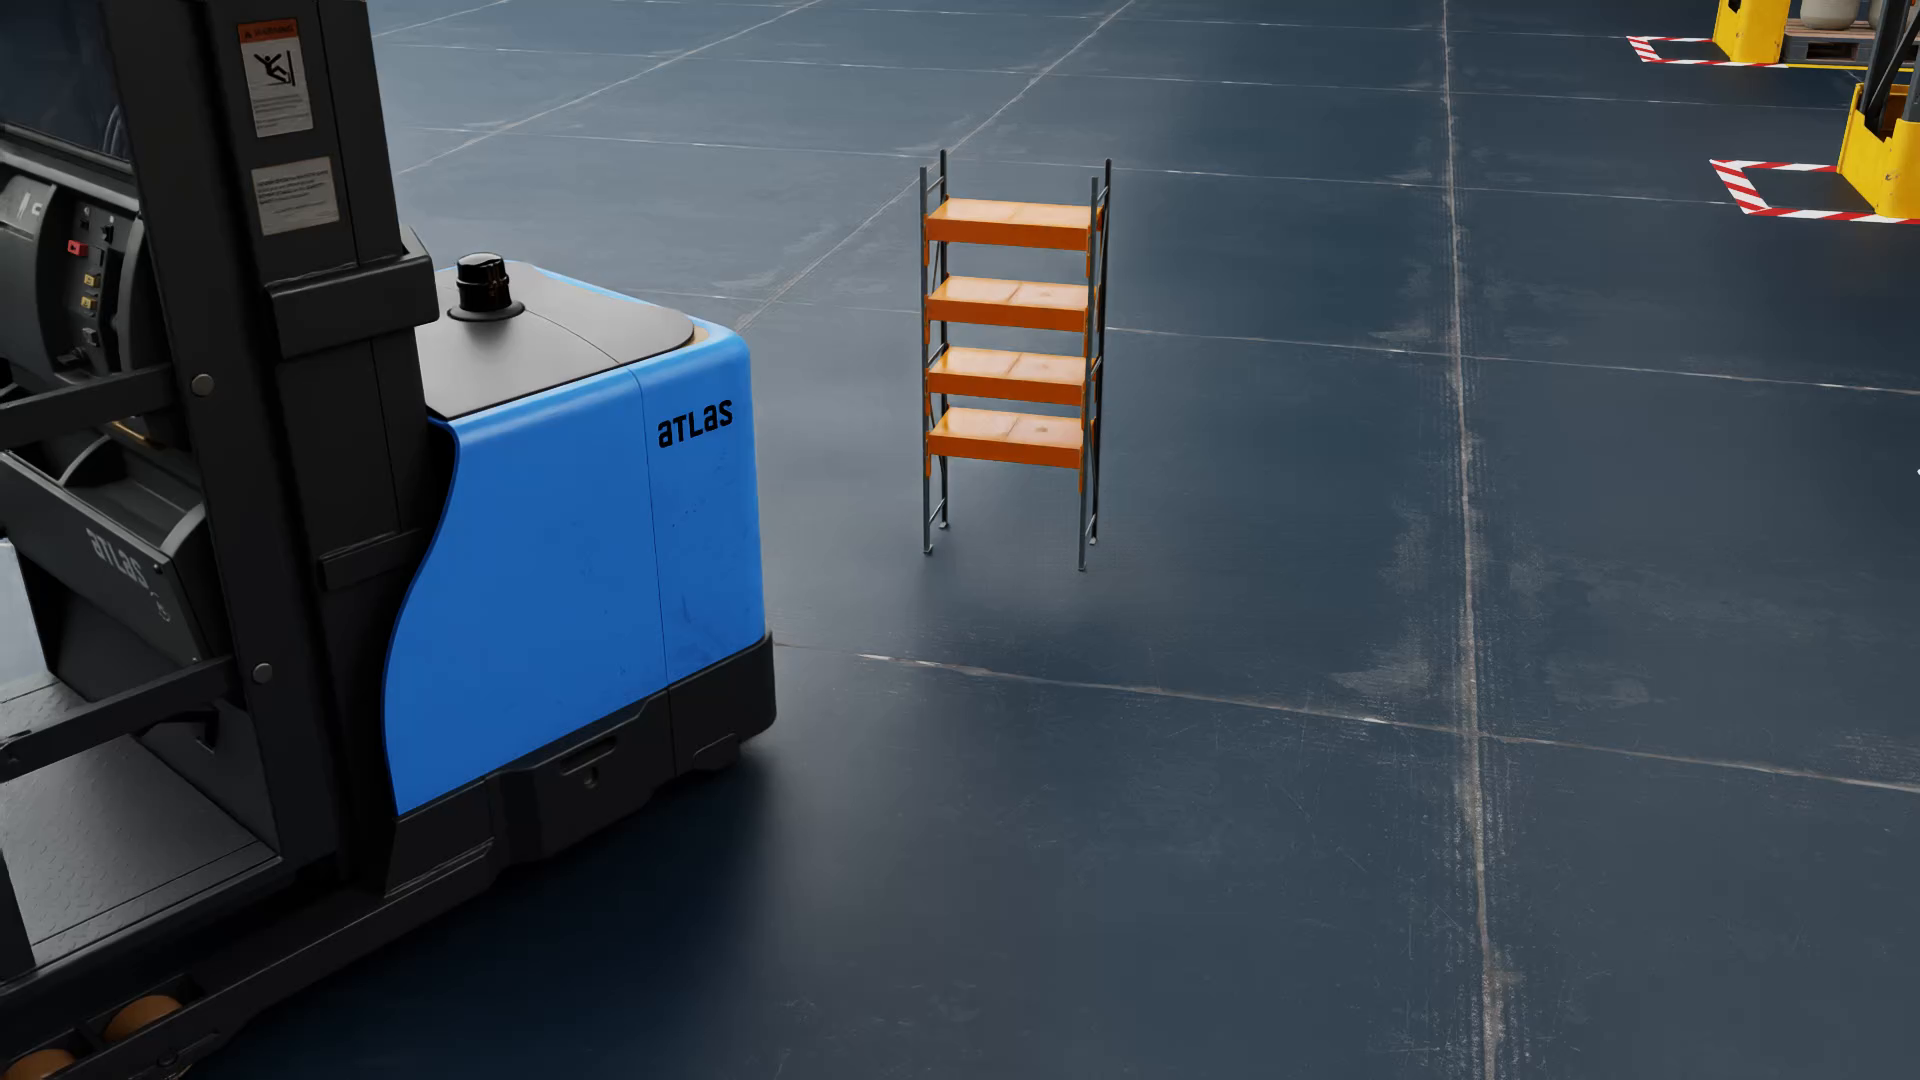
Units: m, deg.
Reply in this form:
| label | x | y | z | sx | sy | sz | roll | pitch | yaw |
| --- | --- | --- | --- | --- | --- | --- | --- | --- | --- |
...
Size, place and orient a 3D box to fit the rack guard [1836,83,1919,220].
| label | x | y | z | sx | sy | sz | roll | pitch | yaw |
| --- | --- | --- | --- | --- | --- | --- | --- | --- | --- |
| rack guard | 5.217 | -2.170 | 9.226 | 0.348 | 0.500 | 1.175 | 6 | 26 | 13 |

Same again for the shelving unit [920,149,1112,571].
| label | x | y | z | sx | sy | sz | roll | pitch | yaw |
| --- | --- | --- | --- | --- | --- | --- | --- | --- | --- |
| shelving unit | 0.160 | -0.524 | 4.955 | 0.503 | 1.200 | 0.258 | 6 | 26 | 13 |

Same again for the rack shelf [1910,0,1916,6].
| label | x | y | z | sx | sy | sz | roll | pitch | yaw |
| --- | --- | --- | --- | --- | --- | --- | --- | --- | --- |
| rack shelf | 7.081 | -2.768 | 8.411 | 4.000 | 0.370 | 1.077 | 6 | 26 | 13 |

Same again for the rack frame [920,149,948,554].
| label | x | y | z | sx | sy | sz | roll | pitch | yaw |
| --- | --- | --- | --- | --- | --- | --- | --- | --- | --- |
| rack frame | -0.076 | -0.550 | 5.010 | 0.015 | 1.200 | 0.240 | 6 | 26 | 13 |

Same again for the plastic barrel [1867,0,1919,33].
| label | x | y | z | sx | sy | sz | roll | pitch | yaw |
| --- | --- | --- | --- | --- | --- | --- | --- | --- | --- |
| plastic barrel | 7.519 | -4.343 | 13.288 | 0.421 | 0.512 | 0.421 | 0 | 25 | 0 |

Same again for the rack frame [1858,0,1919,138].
| label | x | y | z | sx | sy | sz | roll | pitch | yaw |
| --- | --- | --- | --- | --- | --- | --- | --- | --- | --- |
| rack frame | 5.144 | -3.307 | 8.706 | 0.127 | 3.000 | 1.000 | 6 | 26 | 13 |

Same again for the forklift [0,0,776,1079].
| label | x | y | z | sx | sy | sz | roll | pitch | yaw |
| --- | --- | --- | --- | --- | --- | --- | --- | --- | --- |
| forklift | -1.817 | -0.486 | 2.861 | 1.130 | 2.935 | 3.031 | 21 | 33 | 37 |

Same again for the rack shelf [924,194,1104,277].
| label | x | y | z | sx | sy | sz | roll | pitch | yaw |
| --- | --- | --- | --- | --- | --- | --- | --- | --- | --- |
| rack shelf | 0.160 | -0.879 | 4.786 | 0.480 | 0.148 | 0.258 | 6 | 26 | 13 |

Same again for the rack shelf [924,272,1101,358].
| label | x | y | z | sx | sy | sz | roll | pitch | yaw |
| --- | --- | --- | --- | --- | --- | --- | --- | --- | --- |
| rack shelf | 0.160 | -0.665 | 4.888 | 0.480 | 0.148 | 0.258 | 6 | 26 | 13 |

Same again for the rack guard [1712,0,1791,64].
| label | x | y | z | sx | sy | sz | roll | pitch | yaw |
| --- | --- | --- | --- | --- | --- | --- | --- | --- | --- |
| rack guard | 6.463 | -4.252 | 13.598 | 0.348 | 0.500 | 1.175 | 6 | 26 | 13 |

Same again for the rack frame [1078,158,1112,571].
| label | x | y | z | sx | sy | sz | roll | pitch | yaw |
| --- | --- | --- | --- | --- | --- | --- | --- | --- | --- |
| rack frame | 0.397 | -0.498 | 4.900 | 0.015 | 1.200 | 0.240 | 6 | 26 | 13 |

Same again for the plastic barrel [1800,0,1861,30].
| label | x | y | z | sx | sy | sz | roll | pitch | yaw |
| --- | --- | --- | --- | --- | --- | --- | --- | --- | --- |
| plastic barrel | 7.034 | -4.396 | 13.400 | 0.421 | 0.512 | 0.421 | 0 | 25 | 0 |

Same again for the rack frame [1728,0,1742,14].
| label | x | y | z | sx | sy | sz | roll | pitch | yaw |
| --- | --- | --- | --- | --- | --- | --- | --- | --- | --- |
| rack frame | 6.377 | -5.369 | 13.037 | 0.127 | 3.000 | 1.000 | 6 | 26 | 13 |

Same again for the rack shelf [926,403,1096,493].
| label | x | y | z | sx | sy | sz | roll | pitch | yaw |
| --- | --- | --- | --- | --- | --- | --- | --- | --- | --- |
| rack shelf | 0.160 | -0.284 | 5.069 | 0.480 | 0.148 | 0.258 | 6 | 26 | 13 |

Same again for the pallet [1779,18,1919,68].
| label | x | y | z | sx | sy | sz | roll | pitch | yaw |
| --- | --- | --- | --- | --- | --- | --- | --- | --- | --- |
| pallet | 7.248 | -4.032 | 13.473 | 1.213 | 0.211 | 1.003 | 6 | 26 | 13 |

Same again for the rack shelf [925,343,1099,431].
| label | x | y | z | sx | sy | sz | roll | pitch | yaw |
| --- | --- | --- | --- | --- | --- | --- | --- | --- | --- |
| rack shelf | 0.160 | -0.463 | 4.984 | 0.480 | 0.148 | 0.258 | 6 | 26 | 13 |
